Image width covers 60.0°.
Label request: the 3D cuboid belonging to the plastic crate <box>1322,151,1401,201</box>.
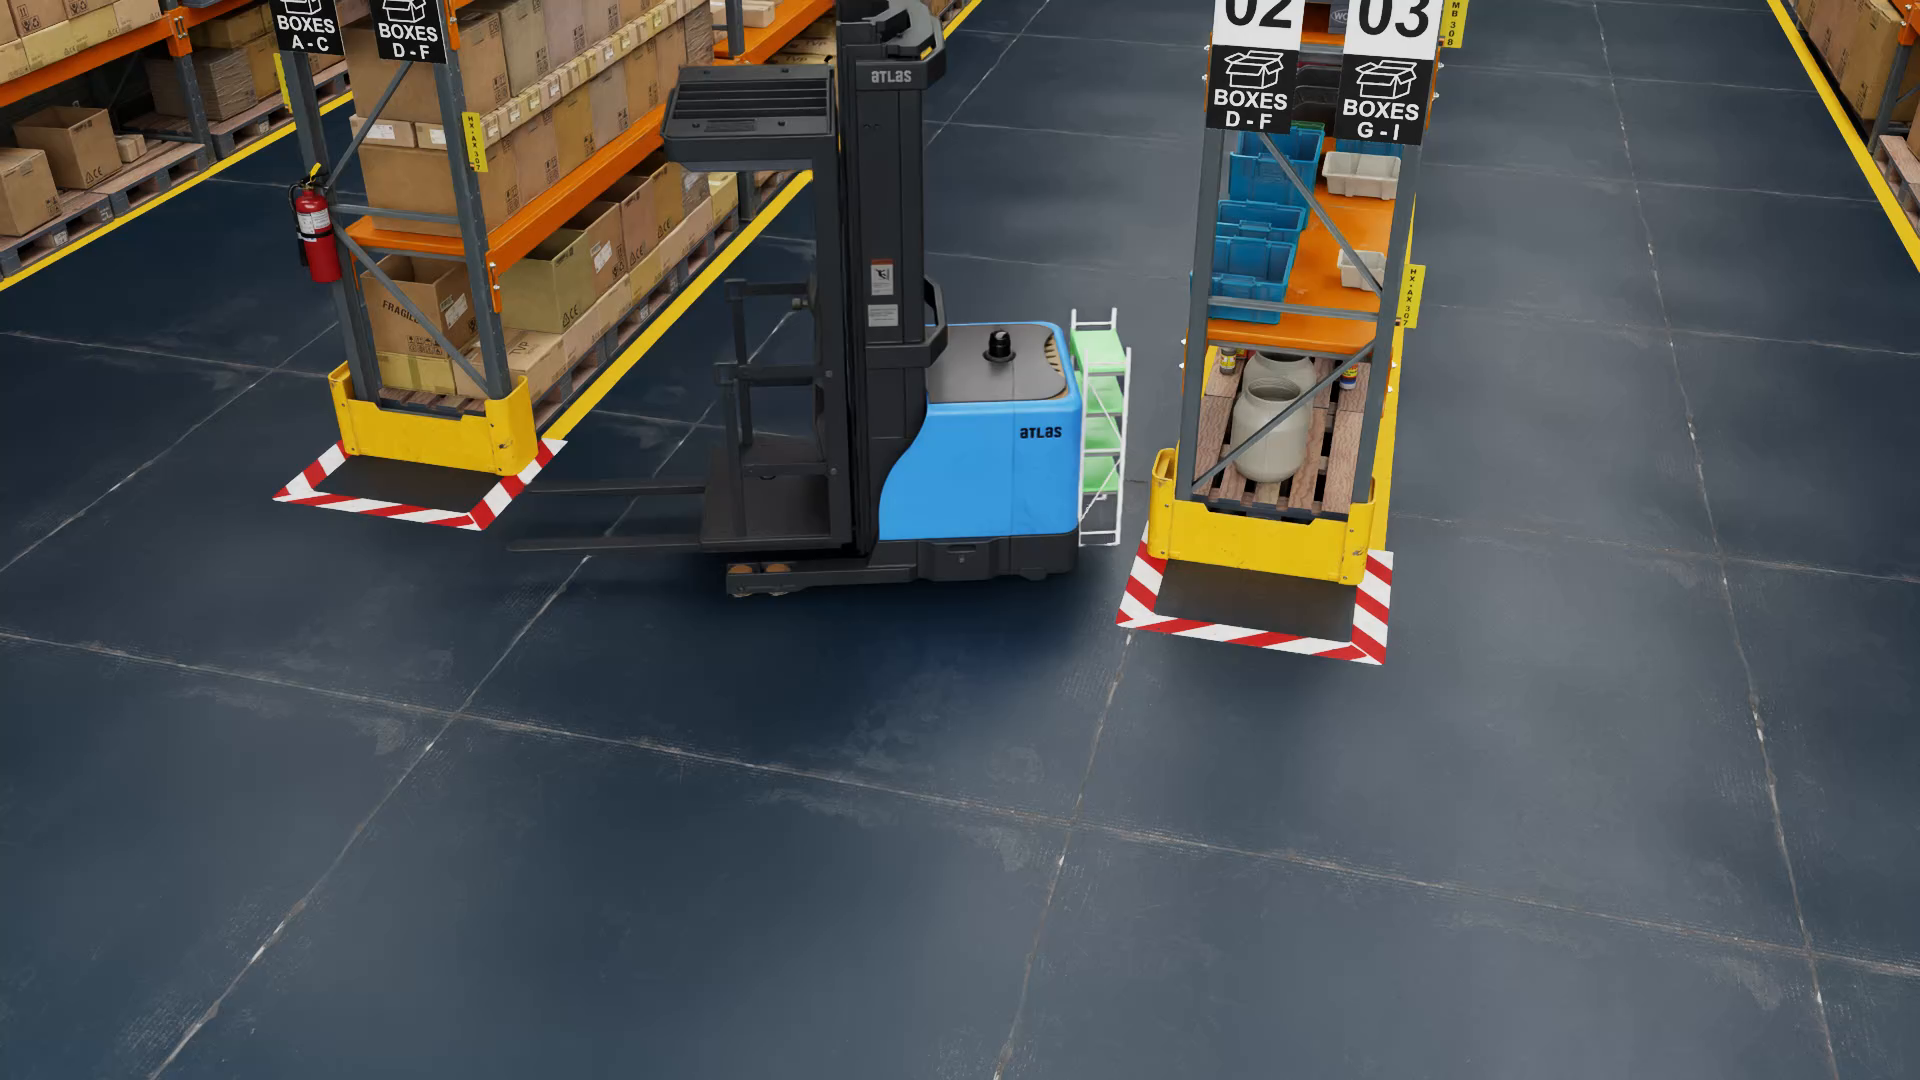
[{"bbox_3d":[2.496,-2.228,10.204,0.530,0.136,0.437,8,33,12],"label":"plastic crate"}]

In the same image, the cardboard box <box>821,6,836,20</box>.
[{"bbox_3d":[-1.006,-4.916,15.837,0.500,0.311,0.500,9,34,14],"label":"cardboard box"}]

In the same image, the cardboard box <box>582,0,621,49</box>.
[{"bbox_3d":[-2.615,-3.470,10.610,0.700,0.500,0.500,8,33,12],"label":"cardboard box"}]

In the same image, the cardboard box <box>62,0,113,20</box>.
[{"bbox_3d":[-6.861,-4.279,12.608,0.500,0.500,0.500,8,33,12],"label":"cardboard box"}]

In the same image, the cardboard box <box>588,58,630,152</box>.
[{"bbox_3d":[-2.621,-2.903,10.928,0.700,0.500,0.500,9,34,14],"label":"cardboard box"}]

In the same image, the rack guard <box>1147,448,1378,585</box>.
[{"bbox_3d":[1.622,-0.132,8.991,1.175,0.500,0.348,8,33,12],"label":"rack guard"}]

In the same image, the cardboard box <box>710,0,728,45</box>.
[{"bbox_3d":[-2.044,-4.091,13.029,0.500,0.250,0.500,10,34,15],"label":"cardboard box"}]

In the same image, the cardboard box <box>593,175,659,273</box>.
[{"bbox_3d":[-2.407,-2.176,11.350,0.500,0.500,0.500,8,33,12],"label":"cardboard box"}]

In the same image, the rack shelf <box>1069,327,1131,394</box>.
[{"bbox_3d":[0.743,-0.960,8.865,0.258,0.148,0.480,-2,33,-4],"label":"rack shelf"}]

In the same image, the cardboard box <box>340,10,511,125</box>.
[{"bbox_3d":[-2.998,-2.675,9.359,0.700,0.500,0.500,8,33,13],"label":"cardboard box"}]

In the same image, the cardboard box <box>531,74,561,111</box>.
[{"bbox_3d":[-2.639,-2.704,10.010,0.380,0.149,0.250,8,33,12],"label":"cardboard box"}]

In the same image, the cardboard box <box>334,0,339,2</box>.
[{"bbox_3d":[-6.242,-5.420,16.201,0.500,0.250,0.500,9,33,13],"label":"cardboard box"}]

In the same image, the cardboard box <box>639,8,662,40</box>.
[{"bbox_3d":[-2.248,-3.510,11.278,0.380,0.149,0.250,8,33,12],"label":"cardboard box"}]

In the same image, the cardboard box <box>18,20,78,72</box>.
[{"bbox_3d":[-6.993,-3.703,12.400,0.500,0.250,0.500,8,33,12],"label":"cardboard box"}]

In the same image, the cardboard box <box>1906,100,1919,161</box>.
[{"bbox_3d":[8.319,-3.398,13.719,0.700,0.500,0.500,6,33,10],"label":"cardboard box"}]

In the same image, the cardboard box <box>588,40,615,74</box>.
[{"bbox_3d":[-2.443,-3.105,10.640,0.380,0.149,0.250,8,33,13],"label":"cardboard box"}]

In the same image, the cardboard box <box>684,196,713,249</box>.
[{"bbox_3d":[-2.169,-2.381,12.371,0.500,0.250,0.500,8,33,12],"label":"cardboard box"}]

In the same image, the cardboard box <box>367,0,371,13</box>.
[{"bbox_3d":[-6.036,-5.391,16.854,0.700,0.500,0.500,8,33,13],"label":"cardboard box"}]

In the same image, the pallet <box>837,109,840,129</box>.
[{"bbox_3d":[-1.670,-3.739,14.934,1.003,0.211,1.213,8,33,12],"label":"pallet"}]

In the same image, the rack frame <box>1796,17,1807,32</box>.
[{"bbox_3d":[9.485,-6.693,16.983,1.000,3.000,0.127,8,33,12],"label":"rack frame"}]

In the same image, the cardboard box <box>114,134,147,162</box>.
[{"bbox_3d":[-7.026,-3.273,13.834,0.380,0.166,0.250,4,33,6],"label":"cardboard box"}]

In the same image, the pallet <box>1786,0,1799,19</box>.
[{"bbox_3d":[9.753,-5.901,18.335,1.003,0.211,1.213,8,33,12],"label":"pallet"}]

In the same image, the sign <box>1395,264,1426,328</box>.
[{"bbox_3d":[2.179,-1.180,8.053,0.100,0.325,0.005,8,33,12],"label":"sign"}]

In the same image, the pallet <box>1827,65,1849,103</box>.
[{"bbox_3d":[9.054,-4.471,16.086,1.003,0.211,1.213,8,33,12],"label":"pallet"}]

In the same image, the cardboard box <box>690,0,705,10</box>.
[{"bbox_3d":[-2.053,-3.910,11.907,0.380,0.149,0.250,7,33,11],"label":"cardboard box"}]

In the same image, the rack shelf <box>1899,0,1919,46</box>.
[{"bbox_3d":[7.962,-3.276,12.278,1.077,0.370,4.000,8,33,12],"label":"rack shelf"}]

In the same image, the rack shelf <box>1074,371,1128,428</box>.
[{"bbox_3d":[0.743,-0.757,8.994,0.258,0.148,0.480,-2,33,-4],"label":"rack shelf"}]

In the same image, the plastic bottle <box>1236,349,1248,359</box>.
[{"bbox_3d":[1.781,-1.317,10.654,0.152,0.276,0.135,8,33,13],"label":"plastic bottle"}]

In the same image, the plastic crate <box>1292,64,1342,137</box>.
[{"bbox_3d":[2.408,-2.936,11.130,0.767,0.338,0.504,8,33,12],"label":"plastic crate"}]

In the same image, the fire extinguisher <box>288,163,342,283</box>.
[{"bbox_3d":[-3.621,-1.786,9.336,0.296,0.674,0.183,8,33,12],"label":"fire extinguisher"}]

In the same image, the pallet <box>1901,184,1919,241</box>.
[{"bbox_3d":[7.958,-2.404,12.835,1.003,0.211,1.213,8,33,12],"label":"pallet"}]

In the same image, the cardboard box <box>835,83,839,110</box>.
[{"bbox_3d":[-1.395,-3.883,14.734,0.500,0.250,0.500,9,33,13],"label":"cardboard box"}]

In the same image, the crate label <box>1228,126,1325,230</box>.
[{"bbox_3d":[1.854,-2.147,9.799,0.502,0.435,0.616,8,33,12],"label":"crate label"}]

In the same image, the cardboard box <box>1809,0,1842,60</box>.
[{"bbox_3d":[9.116,-5.175,16.184,1.225,0.875,0.875,7,33,11],"label":"cardboard box"}]

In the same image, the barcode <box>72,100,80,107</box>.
[{"bbox_3d":[-7.288,-3.583,13.712,0.001,0.075,0.075,8,33,12],"label":"barcode"}]

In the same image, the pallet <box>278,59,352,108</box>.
[{"bbox_3d":[-6.415,-4.428,16.018,1.003,0.211,1.213,8,33,12],"label":"pallet"}]

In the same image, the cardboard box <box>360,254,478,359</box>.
[{"bbox_3d":[-3.294,-1.469,10.237,0.500,0.500,0.500,8,33,12],"label":"cardboard box"}]

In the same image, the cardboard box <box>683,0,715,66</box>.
[{"bbox_3d":[-2.233,-3.704,12.187,0.700,0.500,0.500,7,33,11],"label":"cardboard box"}]

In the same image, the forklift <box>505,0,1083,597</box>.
[{"bbox_3d":[-0.906,-1.231,8.454,3.031,2.935,1.130,-2,33,-3],"label":"forklift"}]

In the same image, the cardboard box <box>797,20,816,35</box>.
[{"bbox_3d":[-1.654,-4.716,15.522,0.500,0.311,0.500,7,33,11],"label":"cardboard box"}]

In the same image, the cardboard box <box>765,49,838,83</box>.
[{"bbox_3d":[-1.392,-4.125,14.591,0.500,0.311,0.500,9,34,14],"label":"cardboard box"}]

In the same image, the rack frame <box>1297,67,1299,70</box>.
[{"bbox_3d":[2.664,-3.216,11.513,1.000,3.000,0.127,8,33,12],"label":"rack frame"}]

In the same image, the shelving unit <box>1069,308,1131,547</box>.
[{"bbox_3d":[0.743,-0.608,9.089,0.258,1.200,0.503,-2,33,-4],"label":"shelving unit"}]

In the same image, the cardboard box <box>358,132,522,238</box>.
[{"bbox_3d":[-3.011,-2.100,9.664,0.700,0.500,0.500,8,33,12],"label":"cardboard box"}]

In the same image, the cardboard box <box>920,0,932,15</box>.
[{"bbox_3d":[-0.592,-5.569,17.134,0.500,0.500,0.500,7,33,11],"label":"cardboard box"}]

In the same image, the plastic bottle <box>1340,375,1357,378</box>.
[{"bbox_3d":[2.436,-1.097,10.379,0.097,0.201,0.097,0,32,0],"label":"plastic bottle"}]

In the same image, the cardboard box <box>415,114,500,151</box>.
[{"bbox_3d":[-2.834,-2.307,9.385,0.380,0.149,0.250,8,33,12],"label":"cardboard box"}]

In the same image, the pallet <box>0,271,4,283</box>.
[{"bbox_3d":[-7.675,-1.769,11.836,1.003,0.211,1.213,8,33,12],"label":"pallet"}]

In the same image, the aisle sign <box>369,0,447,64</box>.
[{"bbox_3d":[-2.862,-2.838,8.495,0.394,0.787,0.004,8,33,12],"label":"aisle sign"}]

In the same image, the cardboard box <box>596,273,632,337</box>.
[{"bbox_3d":[-2.540,-1.601,11.144,0.500,0.250,0.500,8,33,12],"label":"cardboard box"}]

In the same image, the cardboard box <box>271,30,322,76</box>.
[{"bbox_3d":[-6.497,-4.614,15.632,0.700,0.500,0.500,8,33,13],"label":"cardboard box"}]

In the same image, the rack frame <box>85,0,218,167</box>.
[{"bbox_3d":[-6.919,-4.565,13.635,1.000,3.000,0.127,8,33,12],"label":"rack frame"}]

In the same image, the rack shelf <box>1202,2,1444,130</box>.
[{"bbox_3d":[2.156,-3.141,9.269,1.077,0.370,4.000,8,33,12],"label":"rack shelf"}]

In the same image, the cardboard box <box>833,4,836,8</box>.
[{"bbox_3d":[-1.101,-5.616,17.209,0.500,0.500,0.500,9,34,14],"label":"cardboard box"}]

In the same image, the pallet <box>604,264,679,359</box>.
[{"bbox_3d":[-2.677,-1.674,11.686,1.003,0.211,1.213,8,33,12],"label":"pallet"}]

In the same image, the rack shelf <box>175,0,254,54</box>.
[{"bbox_3d":[-6.412,-5.299,15.461,1.077,0.370,4.000,8,33,12],"label":"rack shelf"}]
